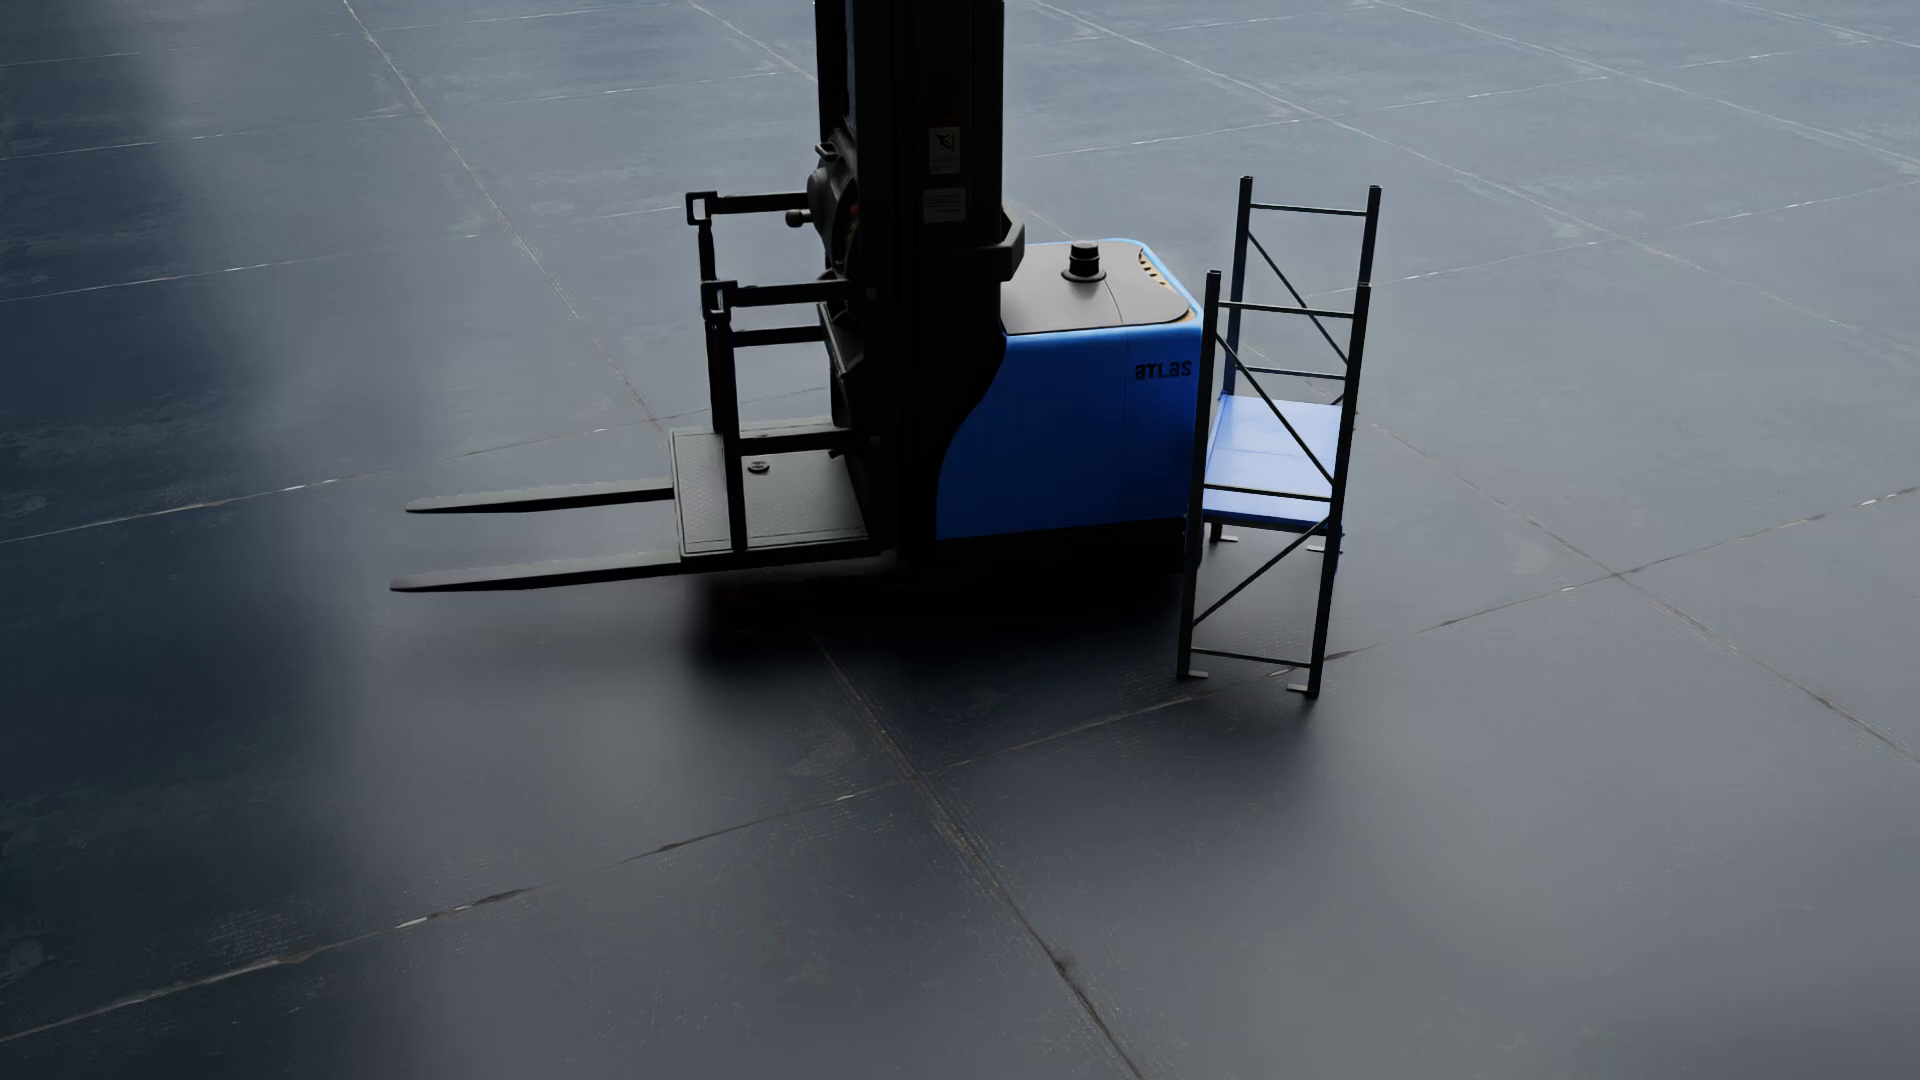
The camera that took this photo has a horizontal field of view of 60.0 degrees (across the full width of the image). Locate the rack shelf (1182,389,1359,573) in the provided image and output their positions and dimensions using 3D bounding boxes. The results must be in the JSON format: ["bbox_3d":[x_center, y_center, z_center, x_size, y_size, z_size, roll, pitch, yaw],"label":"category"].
[{"bbox_3d":[1.138,-0.238,6.008,0.538,0.185,1.000,7,30,12],"label":"rack shelf"}]

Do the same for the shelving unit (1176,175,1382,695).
[{"bbox_3d":[1.138,-0.394,5.920,0.538,1.500,1.048,7,30,12],"label":"shelving unit"}]

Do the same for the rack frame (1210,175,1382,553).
[{"bbox_3d":[1.263,-0.635,6.350,0.500,1.500,0.032,7,30,12],"label":"rack frame"}]

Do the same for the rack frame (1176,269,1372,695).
[{"bbox_3d":[1.012,-0.153,5.490,0.500,1.500,0.032,7,30,12],"label":"rack frame"}]

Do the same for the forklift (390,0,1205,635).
[{"bbox_3d":[-0.629,-1.209,5.909,3.031,2.935,1.130,-5,30,-10],"label":"forklift"}]
